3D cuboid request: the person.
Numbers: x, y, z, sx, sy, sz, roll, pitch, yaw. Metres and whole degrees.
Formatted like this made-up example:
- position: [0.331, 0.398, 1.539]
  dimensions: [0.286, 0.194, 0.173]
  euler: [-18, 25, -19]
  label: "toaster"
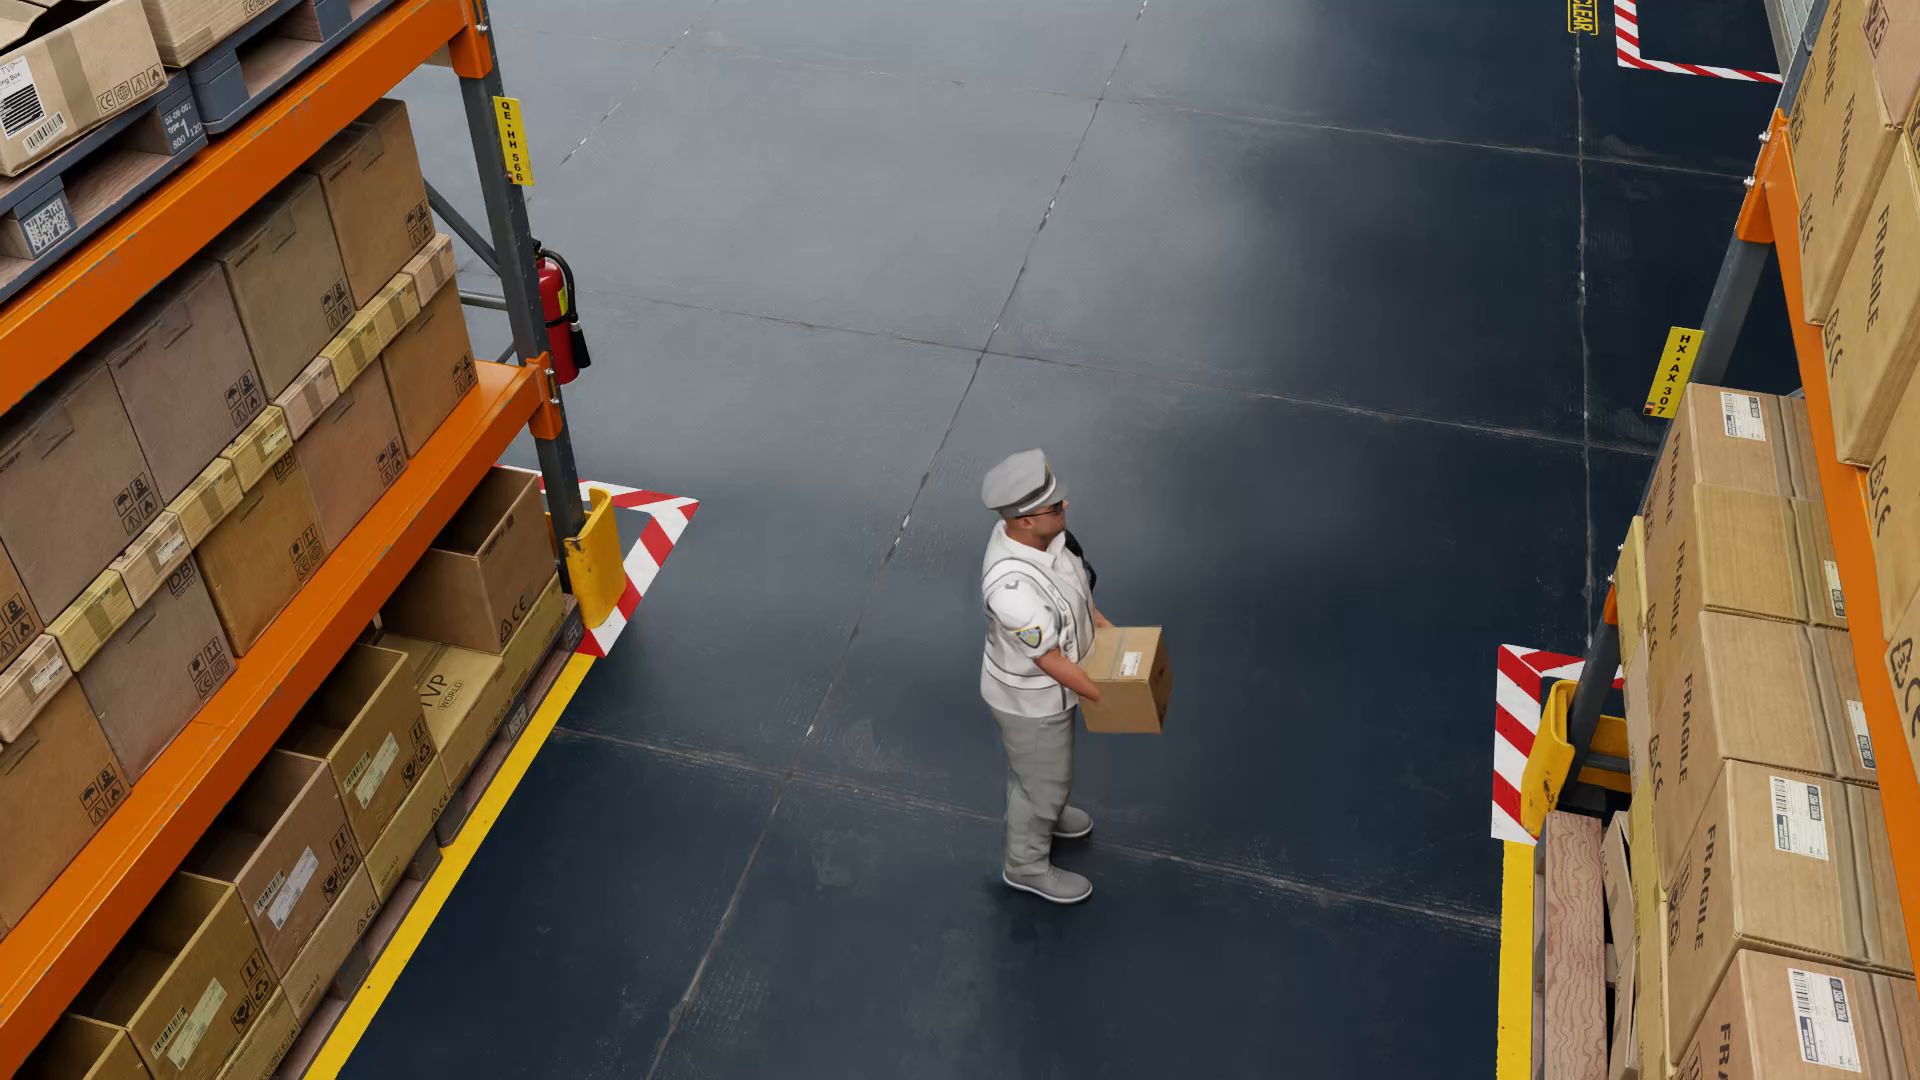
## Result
- position: [0.333, 0.459, 5.594]
  dimensions: [0.552, 1.782, 0.534]
  euler: [4, 41, 5]
  label: "person"
